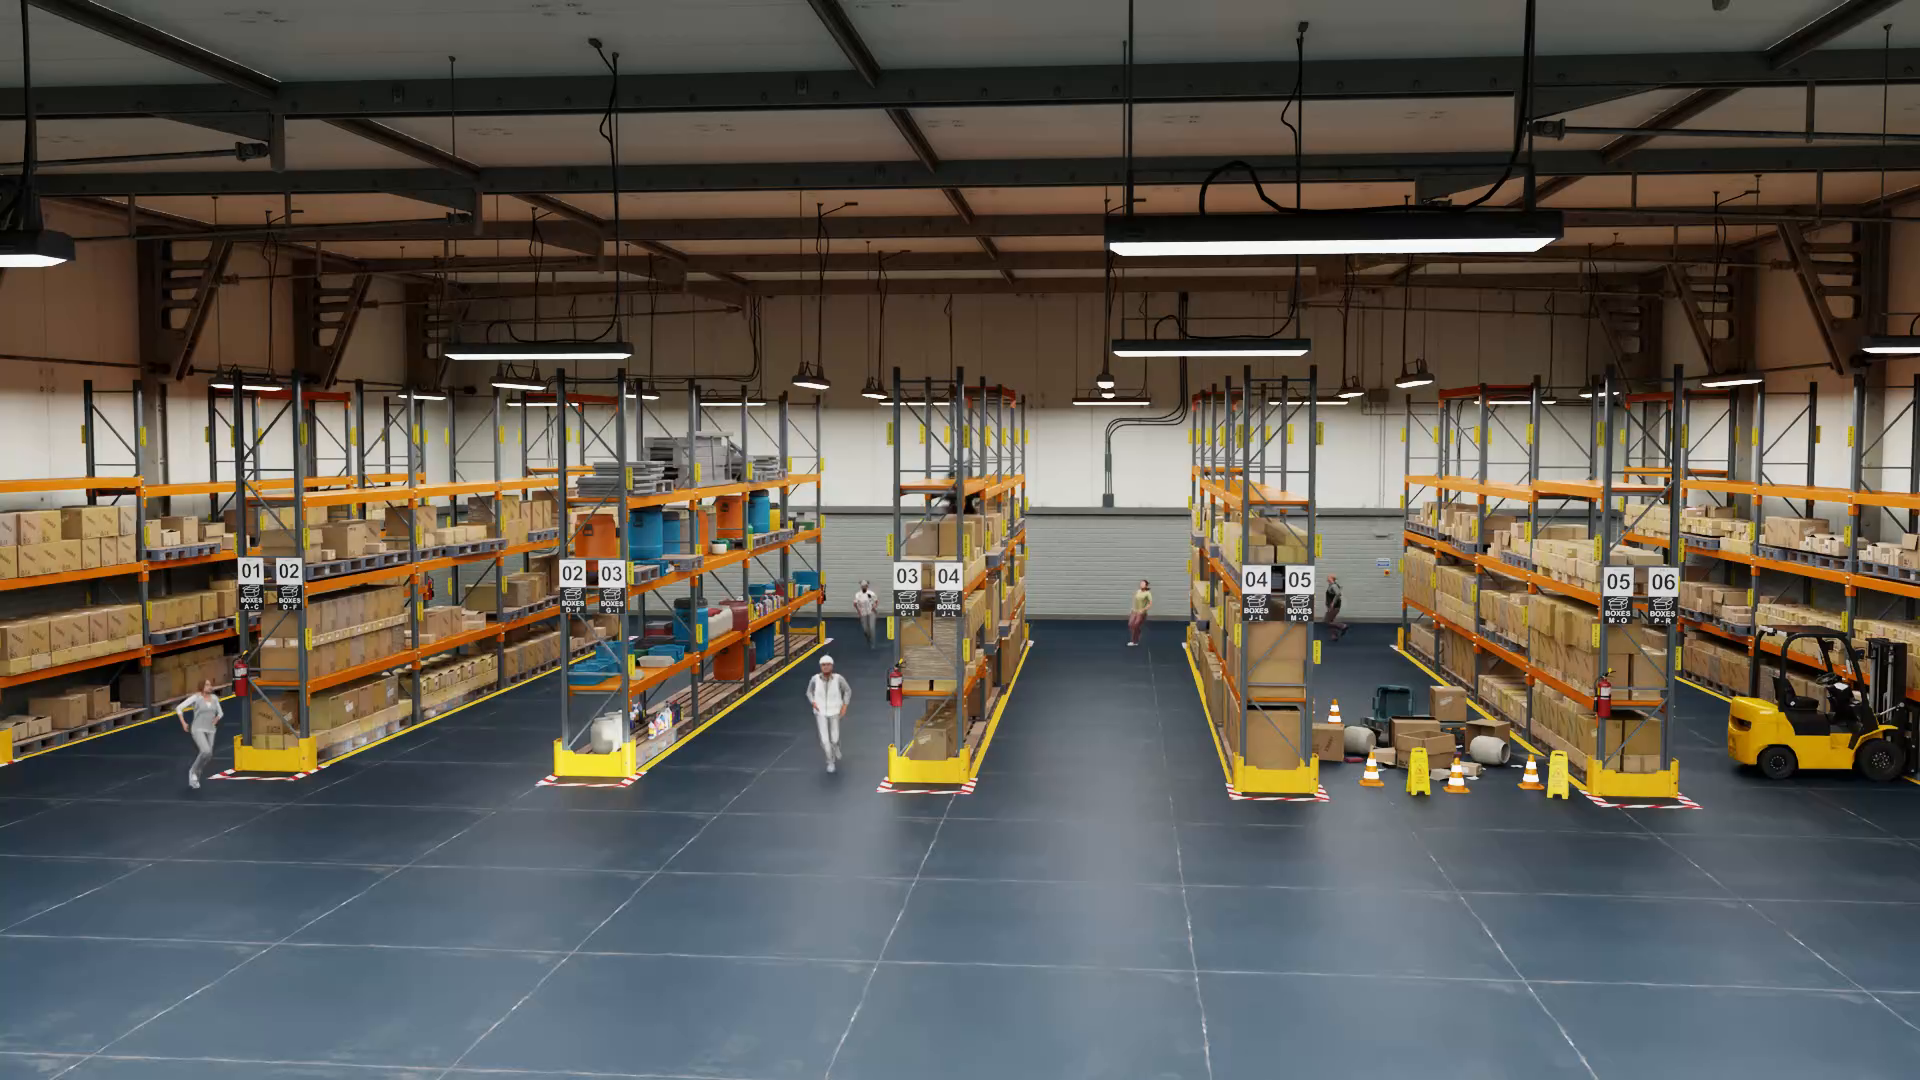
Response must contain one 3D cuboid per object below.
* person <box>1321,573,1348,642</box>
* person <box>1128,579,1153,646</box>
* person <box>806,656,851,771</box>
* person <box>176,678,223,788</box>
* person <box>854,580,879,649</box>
[{"bbox_3d":[9.118,1.660,40.443,0.658,1.699,0.677,1,4,13],"label":"person"},{"bbox_3d":[4.285,1.738,39.651,0.613,1.596,0.517,3,5,40],"label":"person"},{"bbox_3d":[-1.980,2.593,24.959,0.672,1.731,0.572,0,4,3],"label":"person"},{"bbox_3d":[-10.772,2.751,23.710,0.540,1.552,0.556,2,4,32],"label":"person"},{"bbox_3d":[-2.215,1.753,39.269,0.597,1.644,0.599,0,4,-2],"label":"person"}]
